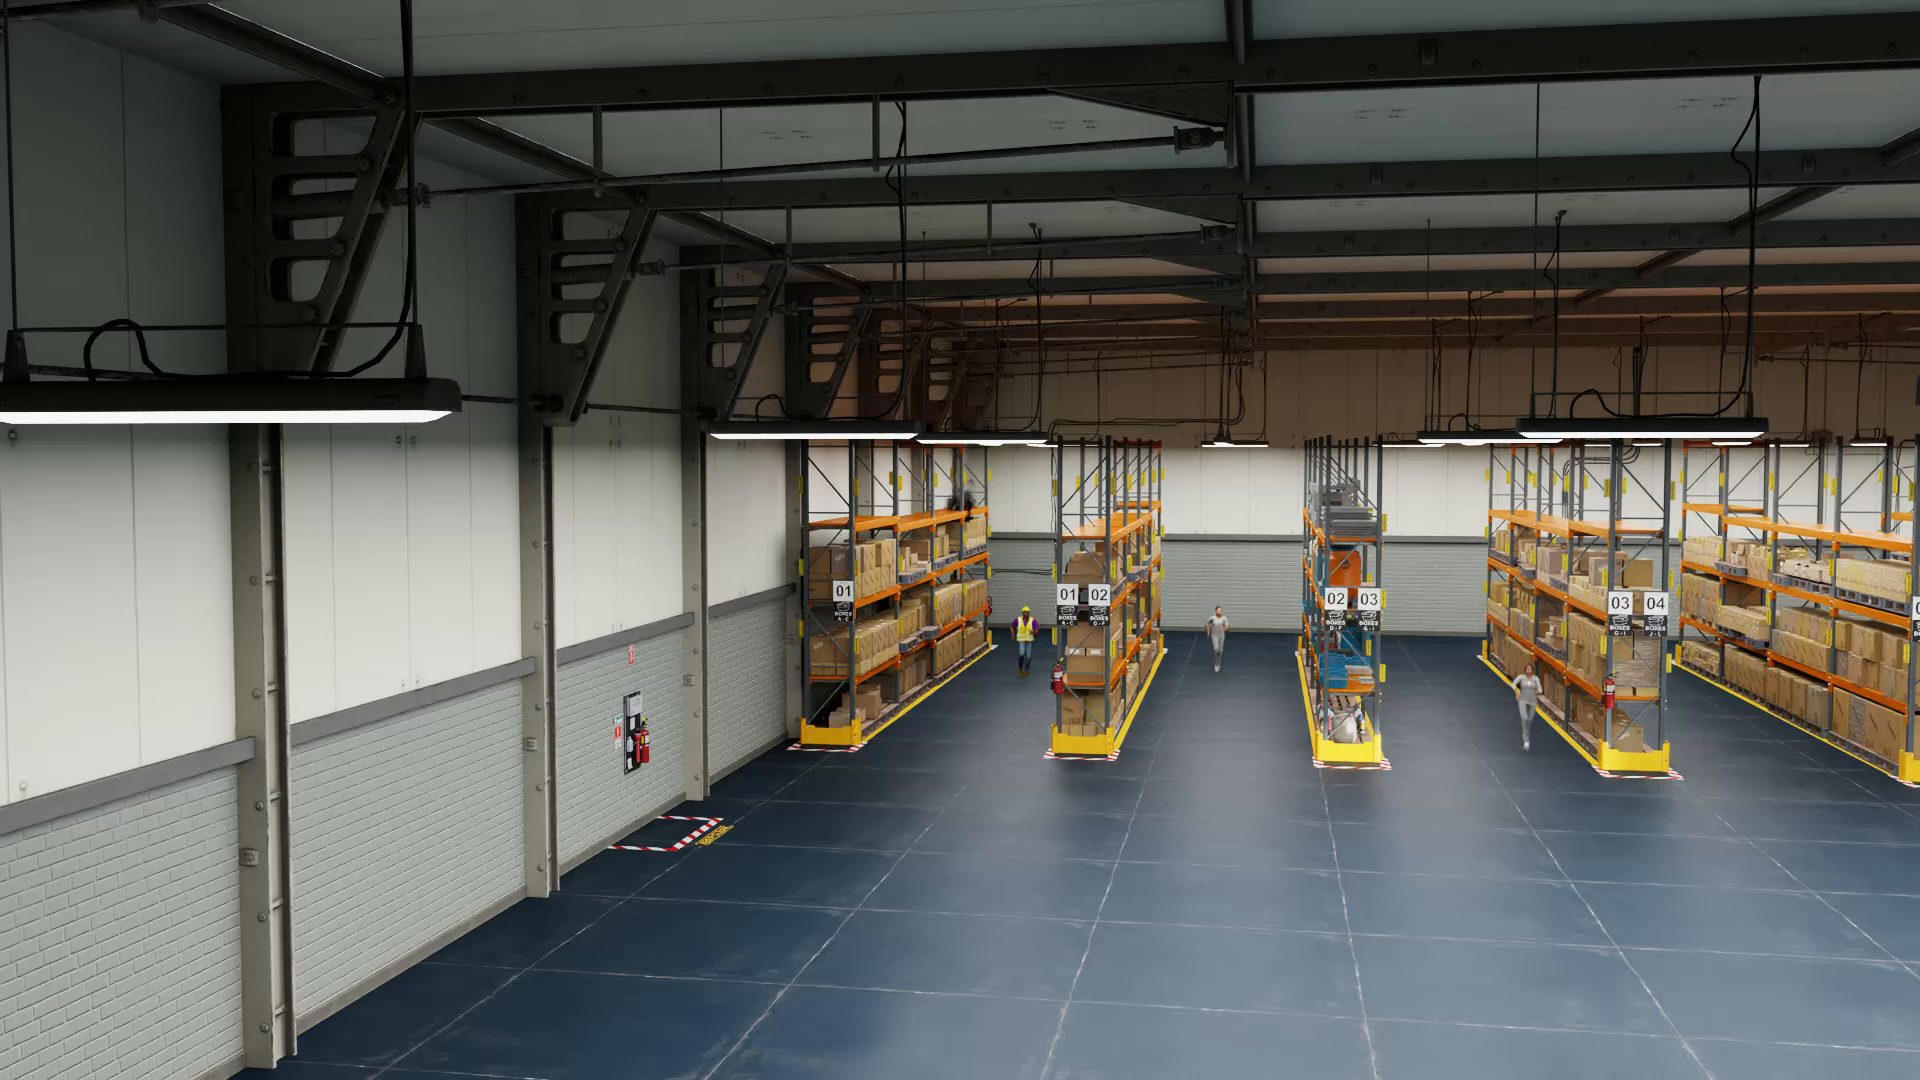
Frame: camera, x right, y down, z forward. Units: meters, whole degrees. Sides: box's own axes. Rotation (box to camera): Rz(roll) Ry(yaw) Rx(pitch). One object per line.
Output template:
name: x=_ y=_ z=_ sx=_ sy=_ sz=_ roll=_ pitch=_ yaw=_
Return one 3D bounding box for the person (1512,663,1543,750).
person: x=10.946 y=3.178 z=32.069 sx=0.533 sy=1.628 sz=0.823 roll=0 pitch=3 yaw=7

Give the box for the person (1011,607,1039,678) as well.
person: x=1.625 y=2.553 z=41.507 sx=0.672 sy=1.785 sz=0.720 roll=0 pitch=3 yaw=-5

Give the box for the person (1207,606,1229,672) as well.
person: x=6.684 y=2.562 z=43.066 sx=0.529 sy=1.713 sz=0.797 roll=0 pitch=3 yaw=-2
